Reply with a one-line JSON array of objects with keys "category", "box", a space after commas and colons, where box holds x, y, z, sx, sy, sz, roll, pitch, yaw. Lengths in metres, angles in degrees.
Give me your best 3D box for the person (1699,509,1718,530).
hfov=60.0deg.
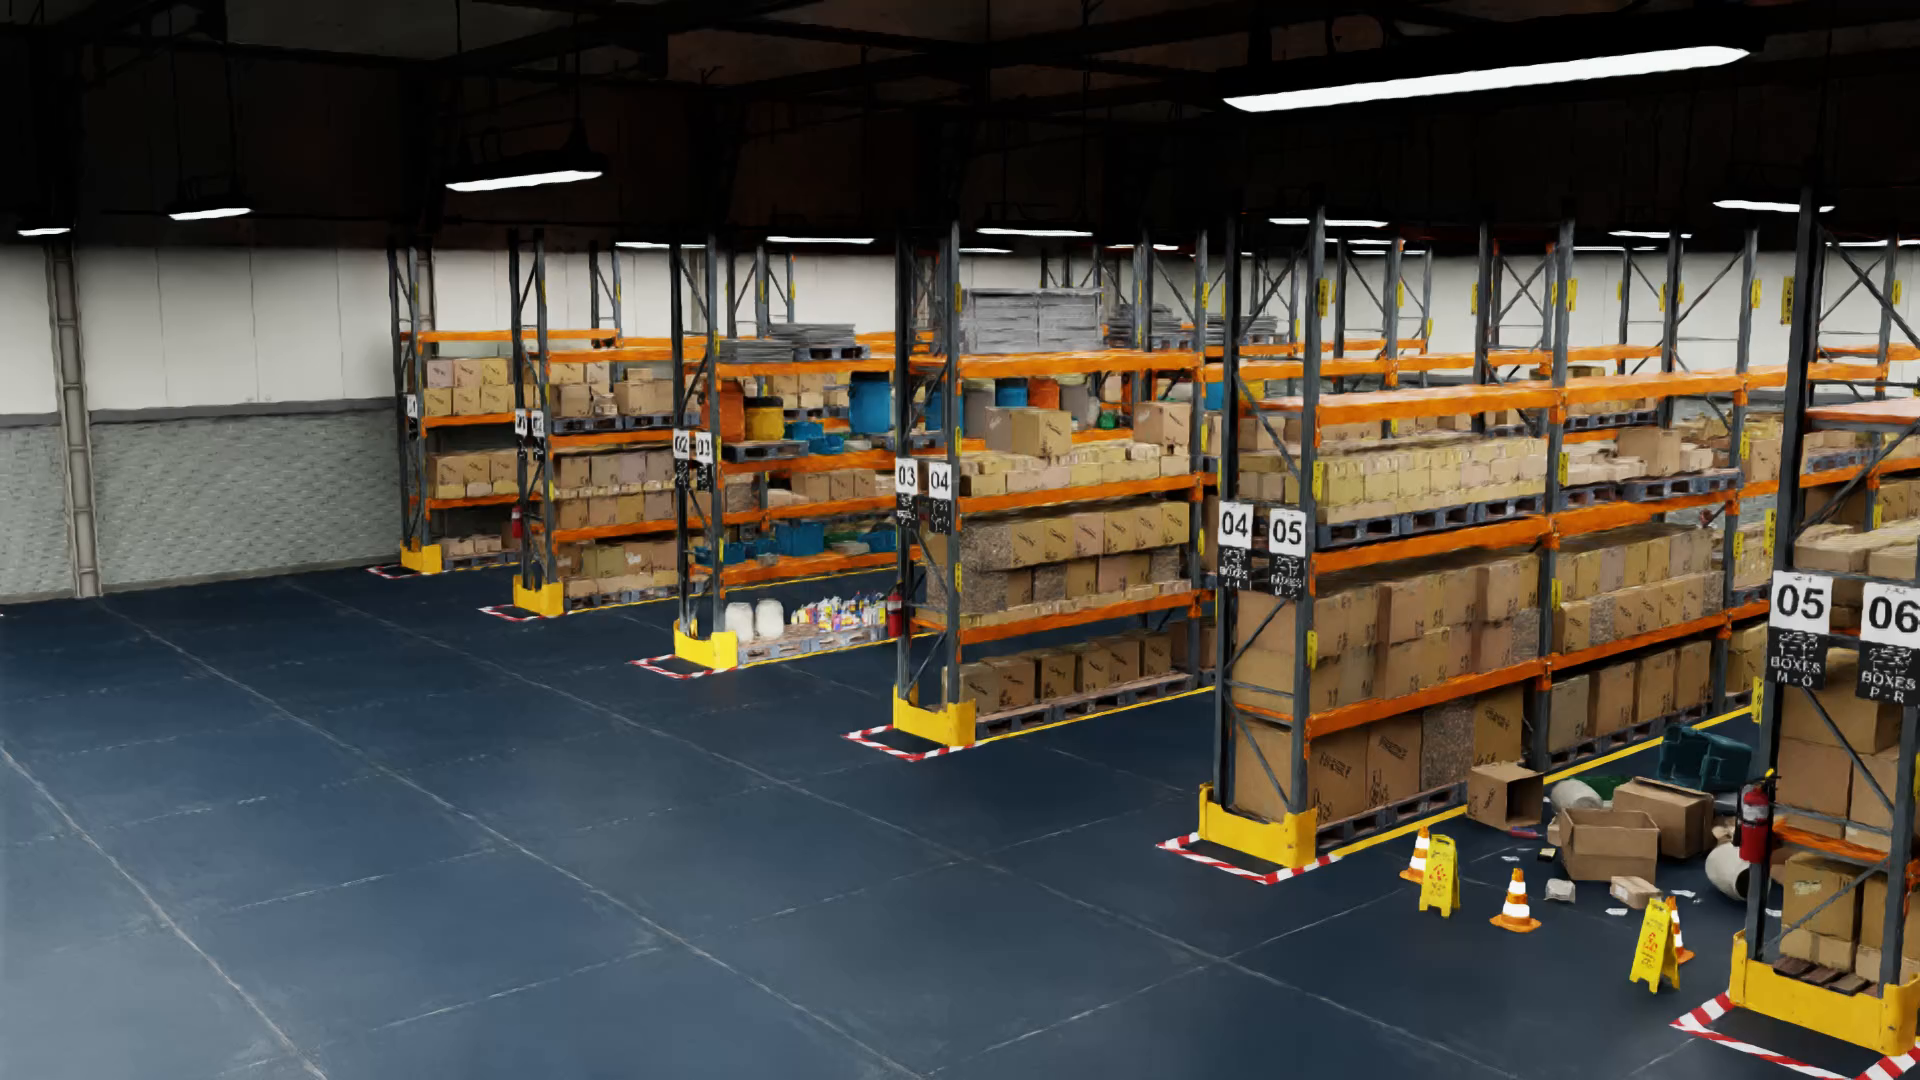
[{"category": "person", "box": [12.182, 0.233, 27.200, 1.036, 1.517, 0.417, -7, 11, -37]}]
